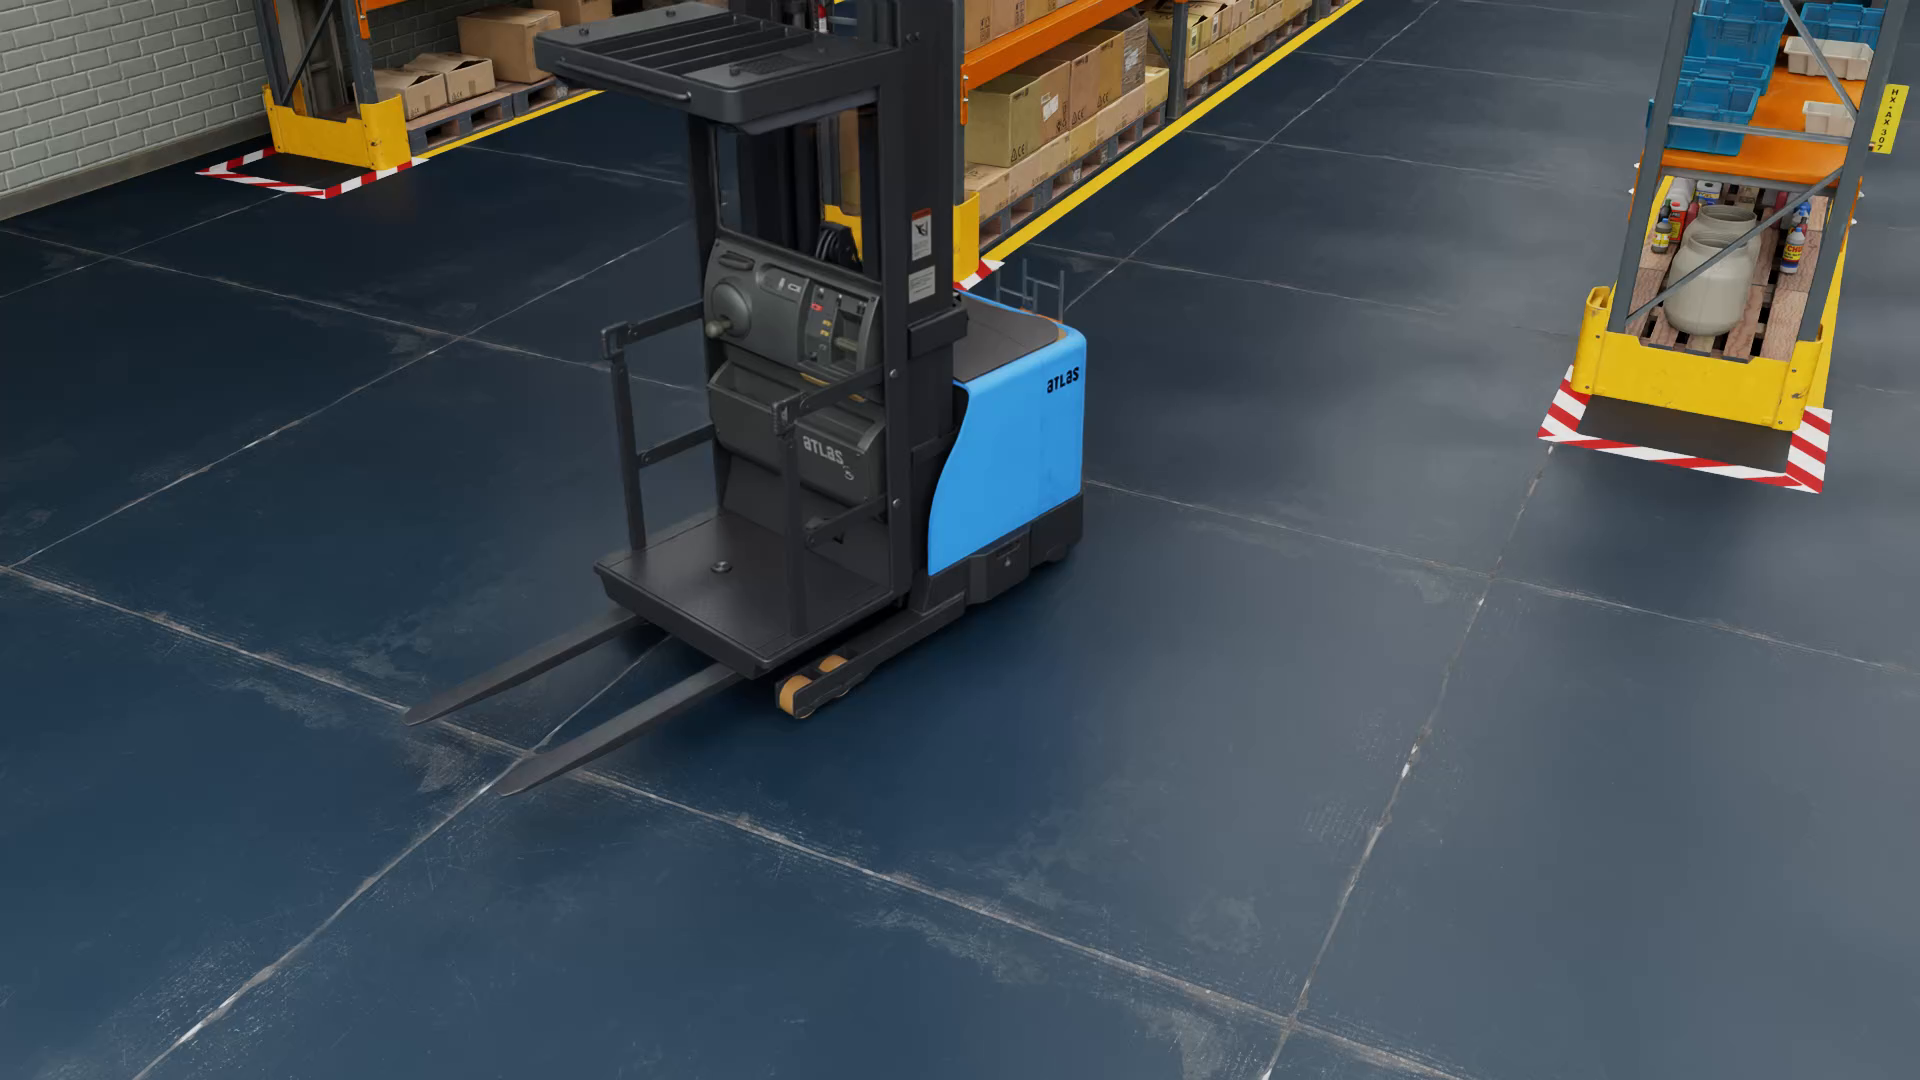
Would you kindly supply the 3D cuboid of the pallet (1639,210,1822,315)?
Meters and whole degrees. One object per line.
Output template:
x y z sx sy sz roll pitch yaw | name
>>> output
4.889 -1.759 10.602 1.003 0.211 1.213 14 33 23 | pallet

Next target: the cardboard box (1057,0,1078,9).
0.484 -4.086 11.753 0.700 0.500 0.500 15 33 25 | cardboard box

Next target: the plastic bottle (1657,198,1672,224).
4.448 -2.009 10.522 0.061 0.283 0.133 15 33 24 | plastic bottle

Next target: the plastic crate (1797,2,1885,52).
5.525 -3.183 10.430 0.499 0.251 0.616 14 33 23 | plastic crate

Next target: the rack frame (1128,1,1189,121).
1.379 -4.925 13.315 1.000 3.000 0.127 14 33 23 | rack frame

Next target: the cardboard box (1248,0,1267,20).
2.488 -4.967 15.163 0.500 0.311 0.500 15 33 25 | cardboard box

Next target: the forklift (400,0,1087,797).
-0.804 -0.857 6.300 1.130 2.935 3.031 25 38 36 | forklift

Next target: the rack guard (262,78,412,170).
-4.820 -3.224 12.862 1.175 0.500 0.348 14 33 23 | rack guard

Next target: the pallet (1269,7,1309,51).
2.792 -5.133 16.477 1.003 0.211 1.213 14 33 23 | pallet

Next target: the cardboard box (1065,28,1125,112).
0.900 -3.543 12.495 0.500 0.500 0.500 14 33 23 | cardboard box

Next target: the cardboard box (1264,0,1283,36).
2.716 -4.948 15.694 0.500 0.250 0.500 15 33 24 | cardboard box

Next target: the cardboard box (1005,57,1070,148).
0.442 -3.101 11.724 0.500 0.500 0.500 14 33 23 | cardboard box

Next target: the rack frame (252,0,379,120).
-4.854 -4.274 12.181 1.000 3.000 0.127 14 33 23 | rack frame

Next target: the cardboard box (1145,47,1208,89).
1.784 -4.038 14.108 0.500 0.250 0.500 13 33 22 | cardboard box

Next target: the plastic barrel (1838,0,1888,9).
6.233 -4.120 11.409 0.600 0.901 0.708 14 33 23 | plastic barrel

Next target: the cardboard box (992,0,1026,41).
0.016 -3.633 10.964 0.700 0.500 0.500 15 33 25 | cardboard box

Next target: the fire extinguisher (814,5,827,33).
-0.910 -3.171 10.338 0.296 0.674 0.183 14 33 23 | fire extinguisher

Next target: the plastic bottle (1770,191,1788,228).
5.343 -2.186 10.831 0.061 0.283 0.133 14 33 23 | plastic bottle

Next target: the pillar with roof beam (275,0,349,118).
-1.473 -6.406 9.868 9.100 9.000 0.400 14 33 23 | pillar with roof beam

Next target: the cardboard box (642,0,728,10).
-2.712 -5.484 16.356 0.700 0.500 0.500 15 33 25 | cardboard box

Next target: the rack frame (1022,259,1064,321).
0.376 -0.719 7.798 0.240 1.200 0.006 25 38 36 | rack frame

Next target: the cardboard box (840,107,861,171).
-0.464 -2.772 11.152 0.500 0.500 0.500 14 33 23 | cardboard box

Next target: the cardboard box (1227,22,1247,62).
2.251 -4.494 14.903 0.500 0.250 0.500 13 32 22 | cardboard box

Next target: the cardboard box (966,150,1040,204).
0.224 -2.551 11.520 0.500 0.250 0.500 14 33 23 | cardboard box

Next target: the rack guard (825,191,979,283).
-0.454 -2.057 10.831 1.175 0.500 0.348 14 33 23 | rack guard

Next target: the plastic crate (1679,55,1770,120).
4.227 -2.538 9.308 0.499 0.251 0.408 14 33 23 | plastic crate

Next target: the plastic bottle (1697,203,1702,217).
4.733 -2.065 10.701 0.097 0.201 0.097 0 30 0 | plastic bottle

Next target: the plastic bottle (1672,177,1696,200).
4.770 -2.306 10.972 0.144 0.351 0.185 14 33 23 | plastic bottle

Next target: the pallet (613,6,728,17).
-2.679 -5.184 16.565 1.003 0.211 1.213 14 33 23 | pallet

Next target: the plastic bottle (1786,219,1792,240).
5.315 -1.977 10.549 0.097 0.201 0.097 0 30 0 | plastic bottle

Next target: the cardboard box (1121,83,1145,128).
1.126 -3.440 13.068 0.500 0.250 0.500 14 33 23 | cardboard box

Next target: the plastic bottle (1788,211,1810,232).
5.409 -2.068 10.708 0.097 0.201 0.097 0 30 0 | plastic bottle

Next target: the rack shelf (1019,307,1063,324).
0.314 -0.959 7.582 0.258 0.103 0.180 25 38 36 | rack shelf

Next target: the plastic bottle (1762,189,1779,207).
5.520 -2.396 11.204 0.152 0.276 0.135 14 33 23 | plastic bottle

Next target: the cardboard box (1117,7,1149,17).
1.309 -4.403 14.181 0.500 0.311 0.500 14 33 23 | cardboard box

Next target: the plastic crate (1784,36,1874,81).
5.273 -2.908 10.067 0.530 0.136 0.437 14 33 23 | plastic crate

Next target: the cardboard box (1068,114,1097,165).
0.684 -2.994 12.290 0.500 0.250 0.500 14 33 23 | cardboard box

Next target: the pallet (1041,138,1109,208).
0.425 -2.830 12.466 1.003 0.211 1.213 14 33 23 | pallet

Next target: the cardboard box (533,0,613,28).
-3.469 -4.685 14.965 0.500 0.500 0.500 12 32 20 | cardboard box

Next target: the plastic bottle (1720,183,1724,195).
5.178 -2.546 11.389 0.144 0.351 0.185 14 33 23 | plastic bottle

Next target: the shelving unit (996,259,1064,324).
0.314 -0.686 7.739 0.258 1.200 0.189 25 38 36 | shelving unit

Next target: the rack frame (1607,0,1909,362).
3.965 -2.027 8.267 1.000 3.000 0.127 14 33 23 | rack frame

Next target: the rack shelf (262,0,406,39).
-3.943 -4.849 13.904 1.077 0.370 4.000 14 33 23 | rack shelf

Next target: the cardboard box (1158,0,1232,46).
2.022 -4.506 14.360 0.500 0.311 0.500 14 33 23 | cardboard box

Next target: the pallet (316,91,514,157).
-4.418 -3.451 13.547 1.003 0.211 1.213 14 33 23 | pallet

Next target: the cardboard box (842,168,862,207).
-0.462 -2.446 11.338 0.500 0.250 0.500 14 33 23 | cardboard box

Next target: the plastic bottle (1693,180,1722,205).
4.914 -2.251 10.951 0.152 0.276 0.135 14 33 23 | plastic bottle

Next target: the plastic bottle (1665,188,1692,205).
4.614 -2.117 10.718 0.152 0.276 0.135 13 32 22 | plastic bottle

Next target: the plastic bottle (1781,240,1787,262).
5.115 -1.783 10.211 0.097 0.201 0.097 0 30 0 | plastic bottle

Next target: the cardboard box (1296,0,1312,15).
3.179 -5.400 16.480 0.500 0.250 0.500 15 33 24 | cardboard box

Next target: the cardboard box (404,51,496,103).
-4.199 -3.838 13.679 0.500 0.311 0.500 17 34 27 | cardboard box

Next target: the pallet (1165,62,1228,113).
1.680 -4.051 14.593 1.003 0.211 1.213 14 33 23 | pallet

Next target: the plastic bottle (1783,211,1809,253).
5.224 -1.919 10.378 0.097 0.271 0.097 0 30 0 | plastic bottle

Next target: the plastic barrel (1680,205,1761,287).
4.425 -1.661 9.707 0.421 0.512 0.421 0 30 0 | plastic barrel
